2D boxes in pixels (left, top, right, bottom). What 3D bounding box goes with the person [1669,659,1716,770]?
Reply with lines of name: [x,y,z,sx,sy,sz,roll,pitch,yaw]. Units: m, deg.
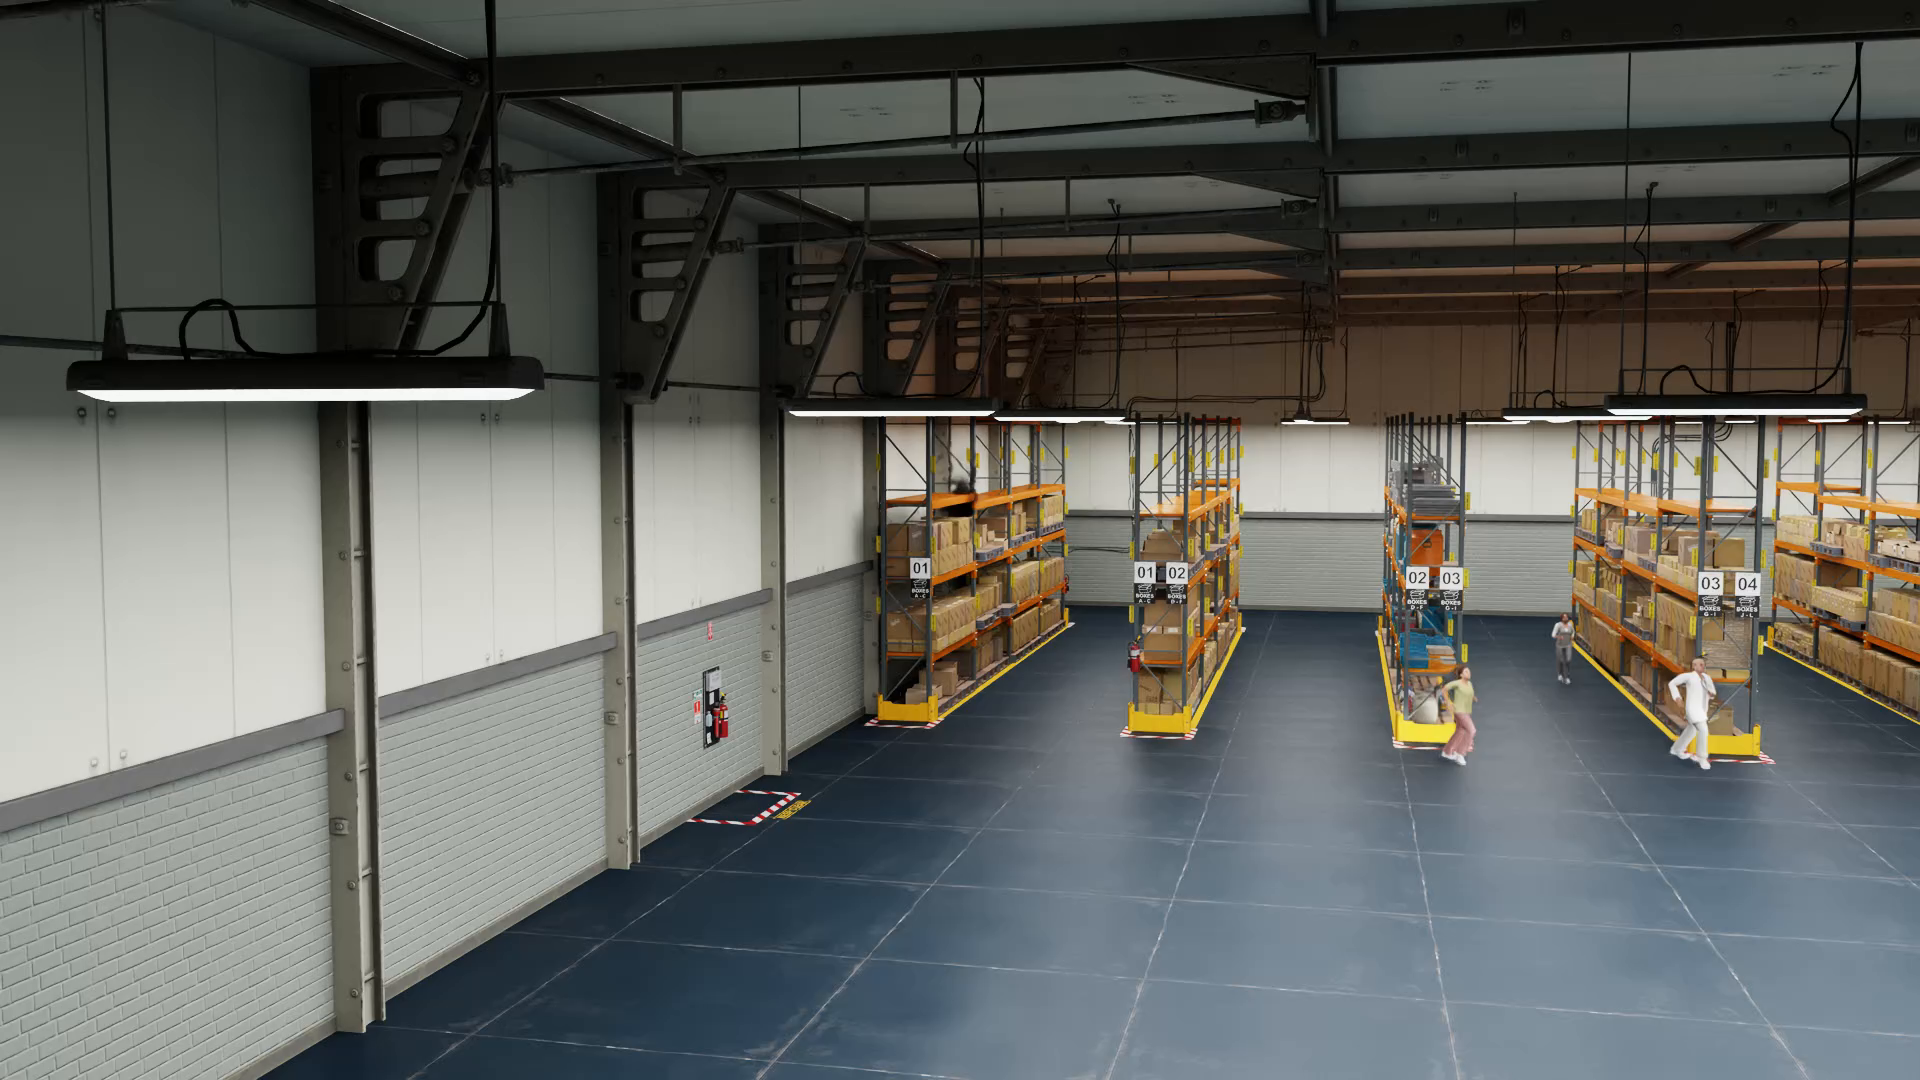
person: [12.493,2.931,28.252,0.740,1.837,0.860,-2,5,-32]

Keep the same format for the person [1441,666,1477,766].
person: [8.560,2.975,28.392,0.566,1.683,0.670,-3,5,-42]

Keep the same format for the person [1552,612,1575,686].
person: [13.460,2.427,37.114,0.510,1.638,0.707,1,4,11]
